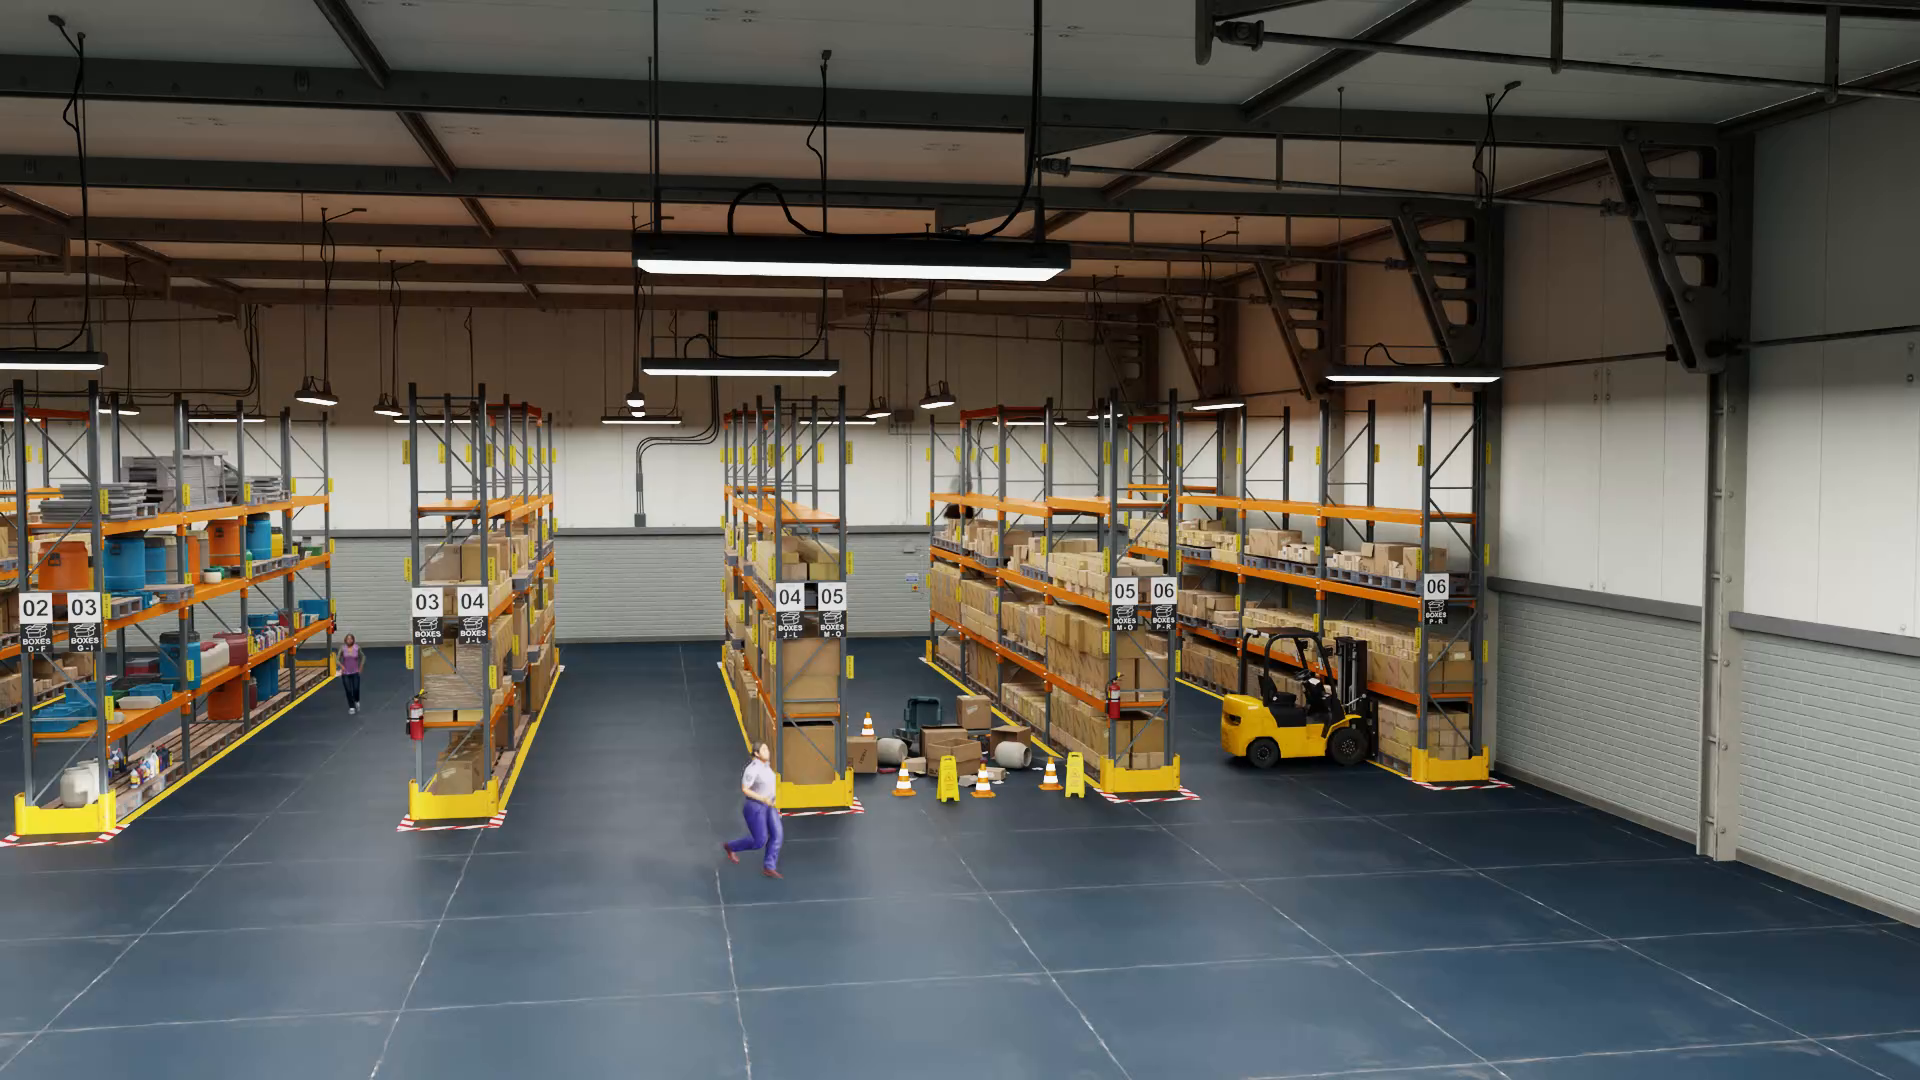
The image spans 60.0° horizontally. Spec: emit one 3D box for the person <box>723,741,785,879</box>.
[{"bbox_3d":[-2.435,3.213,19.822,0.750,1.645,0.616,1,3,21],"label":"person"}]

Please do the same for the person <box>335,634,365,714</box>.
[{"bbox_3d":[-11.785,2.589,32.136,0.542,1.565,0.522,-1,3,-18],"label":"person"}]
